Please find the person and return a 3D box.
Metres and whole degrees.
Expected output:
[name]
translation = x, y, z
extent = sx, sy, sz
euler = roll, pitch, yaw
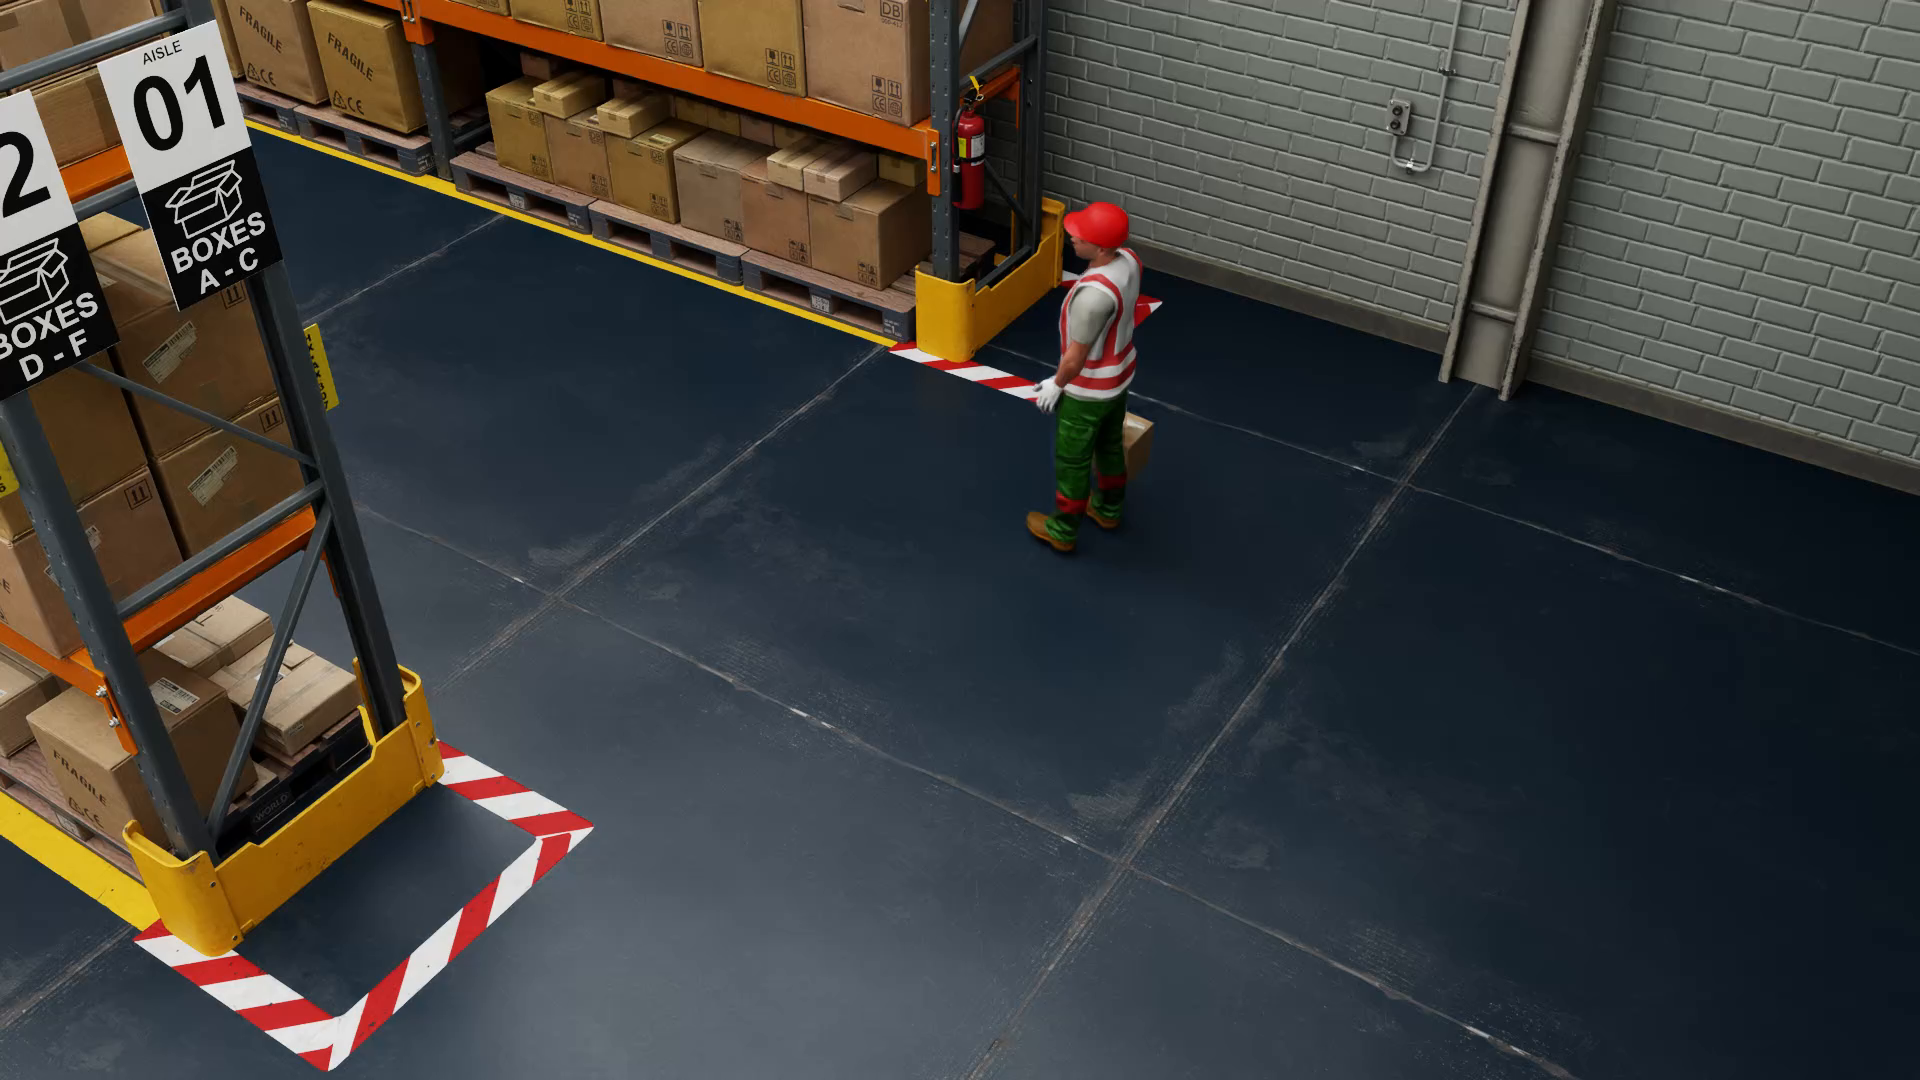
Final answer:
[person]
translation = 0.564, -0.748, 7.571
extent = 0.475, 1.798, 0.562
euler = 17, 41, 21
